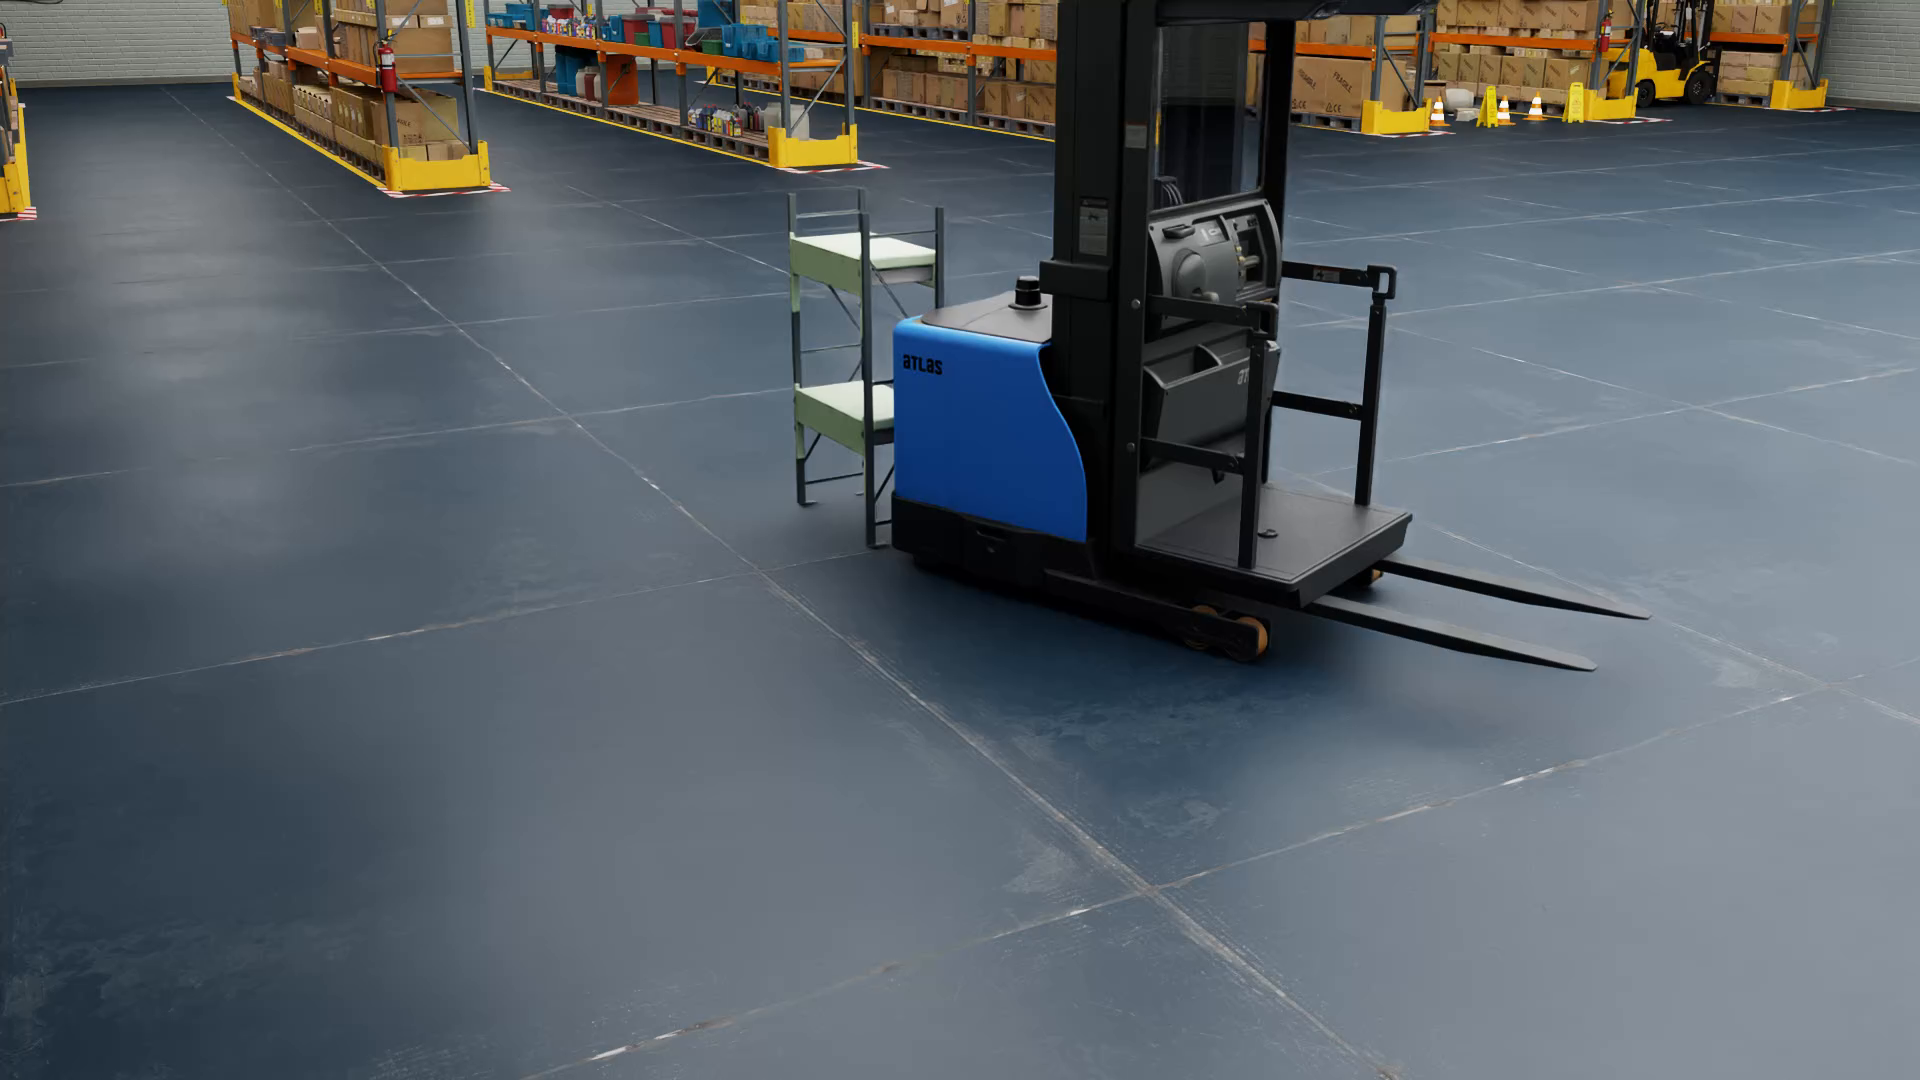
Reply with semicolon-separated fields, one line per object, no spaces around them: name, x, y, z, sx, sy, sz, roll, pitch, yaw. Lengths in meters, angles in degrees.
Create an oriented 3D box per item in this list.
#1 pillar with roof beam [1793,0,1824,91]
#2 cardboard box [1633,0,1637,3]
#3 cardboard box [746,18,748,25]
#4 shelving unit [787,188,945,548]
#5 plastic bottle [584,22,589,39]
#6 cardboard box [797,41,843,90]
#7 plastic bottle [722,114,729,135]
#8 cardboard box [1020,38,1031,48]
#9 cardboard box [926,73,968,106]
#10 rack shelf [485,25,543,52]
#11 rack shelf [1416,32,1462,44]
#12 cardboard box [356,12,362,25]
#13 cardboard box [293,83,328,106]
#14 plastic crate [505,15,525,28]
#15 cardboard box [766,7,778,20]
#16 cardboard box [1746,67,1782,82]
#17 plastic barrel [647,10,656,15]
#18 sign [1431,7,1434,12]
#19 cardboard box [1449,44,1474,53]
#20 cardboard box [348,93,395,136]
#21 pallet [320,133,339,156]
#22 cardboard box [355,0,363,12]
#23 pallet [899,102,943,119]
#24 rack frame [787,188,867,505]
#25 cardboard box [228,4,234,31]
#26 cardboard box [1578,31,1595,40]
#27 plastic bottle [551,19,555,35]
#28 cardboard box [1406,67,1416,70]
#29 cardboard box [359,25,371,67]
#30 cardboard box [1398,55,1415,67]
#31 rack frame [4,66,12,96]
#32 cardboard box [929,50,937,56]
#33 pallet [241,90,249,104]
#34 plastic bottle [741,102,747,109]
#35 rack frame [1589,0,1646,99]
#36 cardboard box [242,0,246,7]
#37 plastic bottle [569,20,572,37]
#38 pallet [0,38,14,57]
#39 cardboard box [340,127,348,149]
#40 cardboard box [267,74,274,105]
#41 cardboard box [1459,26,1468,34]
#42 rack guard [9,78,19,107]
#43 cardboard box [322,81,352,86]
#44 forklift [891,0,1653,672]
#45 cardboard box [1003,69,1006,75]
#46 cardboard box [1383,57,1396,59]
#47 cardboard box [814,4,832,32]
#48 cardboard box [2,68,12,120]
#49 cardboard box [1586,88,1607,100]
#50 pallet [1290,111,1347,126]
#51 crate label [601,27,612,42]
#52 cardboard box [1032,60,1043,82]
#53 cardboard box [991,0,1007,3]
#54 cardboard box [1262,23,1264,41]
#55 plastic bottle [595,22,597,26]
pillar with roof beam;12.252;-11.989;28.579;9.100;9.000;0.400;-10;21;-27
cardboard box;13.599;-10.850;33.328;0.380;0.149;0.250;-10;22;-28
cardboard box;-4.371;-10.980;35.238;0.380;0.149;0.250;-10;21;-26
shelving unit;-0.432;-0.812;7.685;0.431;1.500;0.755;-11;22;-29
plastic bottle;-6.476;-8.852;28.882;0.097;0.271;0.097;0;19;0
cardboard box;-2.461;-9.377;32.821;1.225;0.875;0.875;-11;22;-29
plastic bottle;-3.288;-5.904;23.644;0.152;0.276;0.135;-11;22;-28
cardboard box;1.153;-7.668;25.639;0.380;0.149;0.250;-10;21;-27
cardboard box;-0.157;-7.830;28.881;0.700;0.500;0.500;-12;22;-31
rack shelf;-8.516;-10.087;33.367;1.077;0.370;4.000;-10;21;-27
rack shelf;8.363;-10.092;33.384;1.077;0.370;4.000;-10;21;-27
cardboard box;-7.317;-6.521;20.782;0.380;0.149;0.250;-10;22;-27
cardboard box;-10.038;-6.906;25.759;0.500;0.311;0.500;-9;21;-25
plastic crate;-8.871;-10.364;33.233;0.416;0.233;0.300;-10;21;-27
cardboard box;-3.648;-10.776;34.035;0.500;0.250;0.500;-10;22;-28
cardboard box;15.072;-8.706;31.069;0.500;0.250;0.500;-10;22;-27
plastic barrel;-4.991;-8.495;27.480;0.421;0.512;0.421;0;19;0
sign;7.395;-8.445;26.059;0.100;0.325;0.005;-10;21;-27
cardboard box;9.362;-9.162;31.011;0.380;0.149;0.250;-10;21;-26
cardboard box;-7.470;-5.431;21.195;0.500;0.500;0.500;-10;21;-27
pallet;-8.513;-5.677;23.761;1.003;0.211;1.213;-10;21;-27
cardboard box;-7.198;-6.892;20.864;0.700;0.500;0.500;-10;21;-27
pallet;-0.363;-7.579;29.272;1.003;0.211;1.213;-10;21;-27
rack frame;-0.618;-0.915;7.983;0.400;1.500;0.023;-11;22;-29
cardboard box;-13.848;-10.114;32.190;0.500;0.500;0.500;-9;21;-26
cardboard box;10.846;-8.666;28.531;0.380;0.149;0.250;-9;21;-25
plastic bottle;-7.477;-9.457;30.638;0.097;0.271;0.097;0;19;0
cardboard box;8.717;-9.171;32.994;0.950;0.372;0.625;-9;21;-23
cardboard box;-7.177;-6.269;21.047;0.700;0.500;0.500;-9;21;-25
cardboard box;10.647;-11.323;39.035;0.500;0.500;0.500;-11;22;-29
rack frame;-18.185;-9.466;30.467;1.000;3.000;0.127;-10;21;-27
cardboard box;-0.501;-11.284;38.548;0.380;0.149;0.250;-10;21;-27
pallet;-13.412;-8.666;32.422;1.003;0.211;1.213;-10;21;-27
plastic bottle;-3.208;-6.372;24.885;0.144;0.351;0.185;-11;22;-28
rack frame;11.212;-8.710;28.275;1.000;3.000;0.127;-10;21;-27
cardboard box;-12.641;-9.858;29.916;0.500;0.500;0.500;-10;22;-28
plastic bottle;-6.929;-9.119;29.638;0.061;0.283;0.133;-10;21;-27
pallet;-13.954;-6.891;23.297;1.213;0.211;1.003;-10;21;-27
cardboard box;-7.942;-5.364;22.150;0.500;0.250;0.500;-10;21;-27
cardboard box;-11.649;-7.785;28.751;0.500;0.500;0.500;-10;21;-26
cardboard box;9.498;-9.463;30.843;0.380;0.149;0.250;-10;21;-27
rack guard;-18.196;-8.292;30.894;1.175;0.500;0.348;-10;21;-27
cardboard box;-9.993;-7.140;26.881;0.500;0.500;0.500;-9;21;-24
forklift;1.170;-1.121;6.386;3.031;2.935;1.130;14;24;36
cardboard box;1.189;-10.441;37.017;0.380;0.149;0.250;-9;21;-25
cardboard box;7.760;-8.750;31.063;0.500;0.500;0.500;-10;21;-27
cardboard box;-2.483;-10.061;32.036;0.500;0.500;0.500;-10;21;-26
cardboard box;-15.030;-6.836;25.496;0.750;0.750;0.750;-10;21;-27
cardboard box;11.072;-7.883;29.450;0.500;0.250;0.500;-10;21;-27
pallet;5.880;-7.163;28.067;1.003;0.211;1.213;-10;21;-27
crate label;-5.797;-8.446;27.767;0.303;0.233;0.416;-10;21;-27
cardboard box;1.836;-9.823;34.688;0.500;0.500;0.500;-10;21;-26
cardboard box;0.820;-8.672;26.022;0.500;0.500;0.500;-10;21;-27
cardboard box;5.624;-8.702;28.021;0.875;0.550;0.550;-10;21;-27
plastic bottle;-6.609;-9.349;30.324;0.097;0.271;0.097;0;19;0
